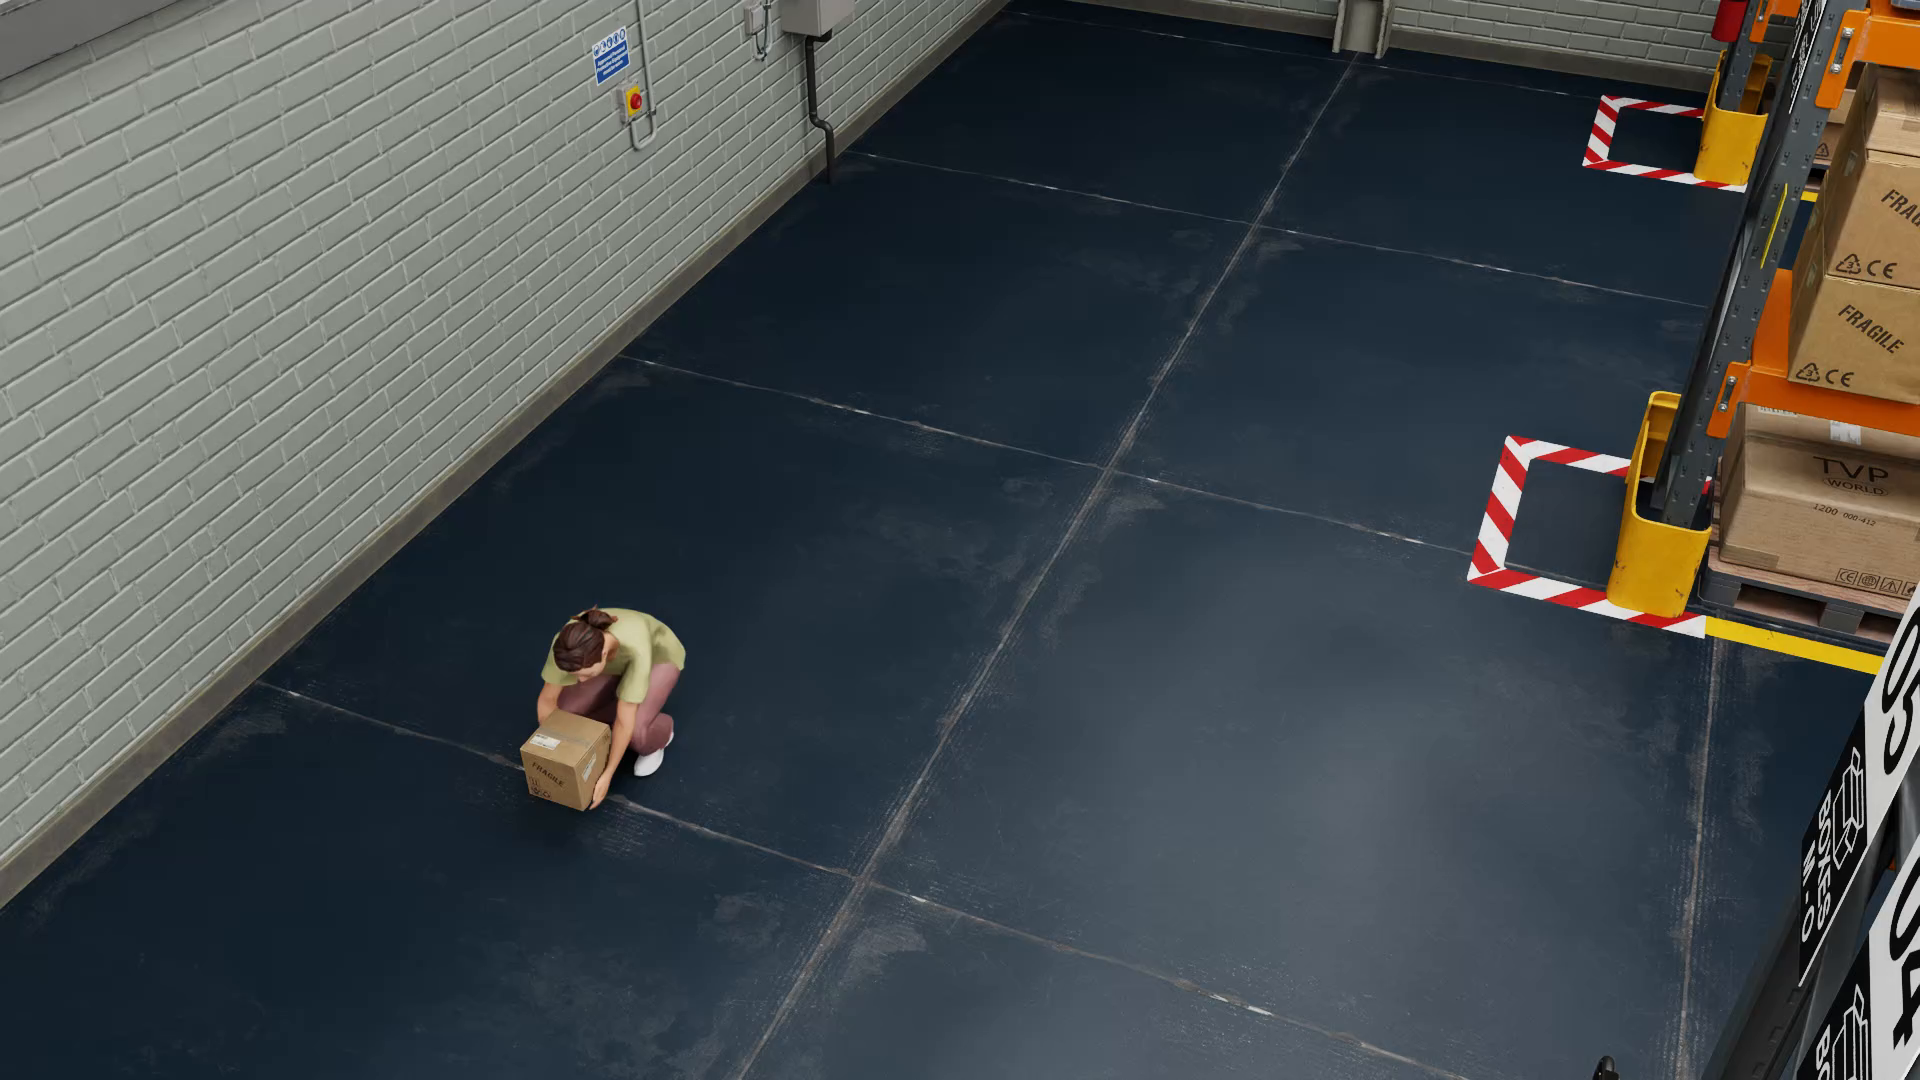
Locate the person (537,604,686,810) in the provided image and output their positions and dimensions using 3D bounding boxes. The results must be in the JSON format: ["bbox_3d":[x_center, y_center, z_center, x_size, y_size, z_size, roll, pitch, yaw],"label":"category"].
[{"bbox_3d":[-1.411,0.572,6.694,0.478,0.931,0.803,14,40,18],"label":"person"}]
